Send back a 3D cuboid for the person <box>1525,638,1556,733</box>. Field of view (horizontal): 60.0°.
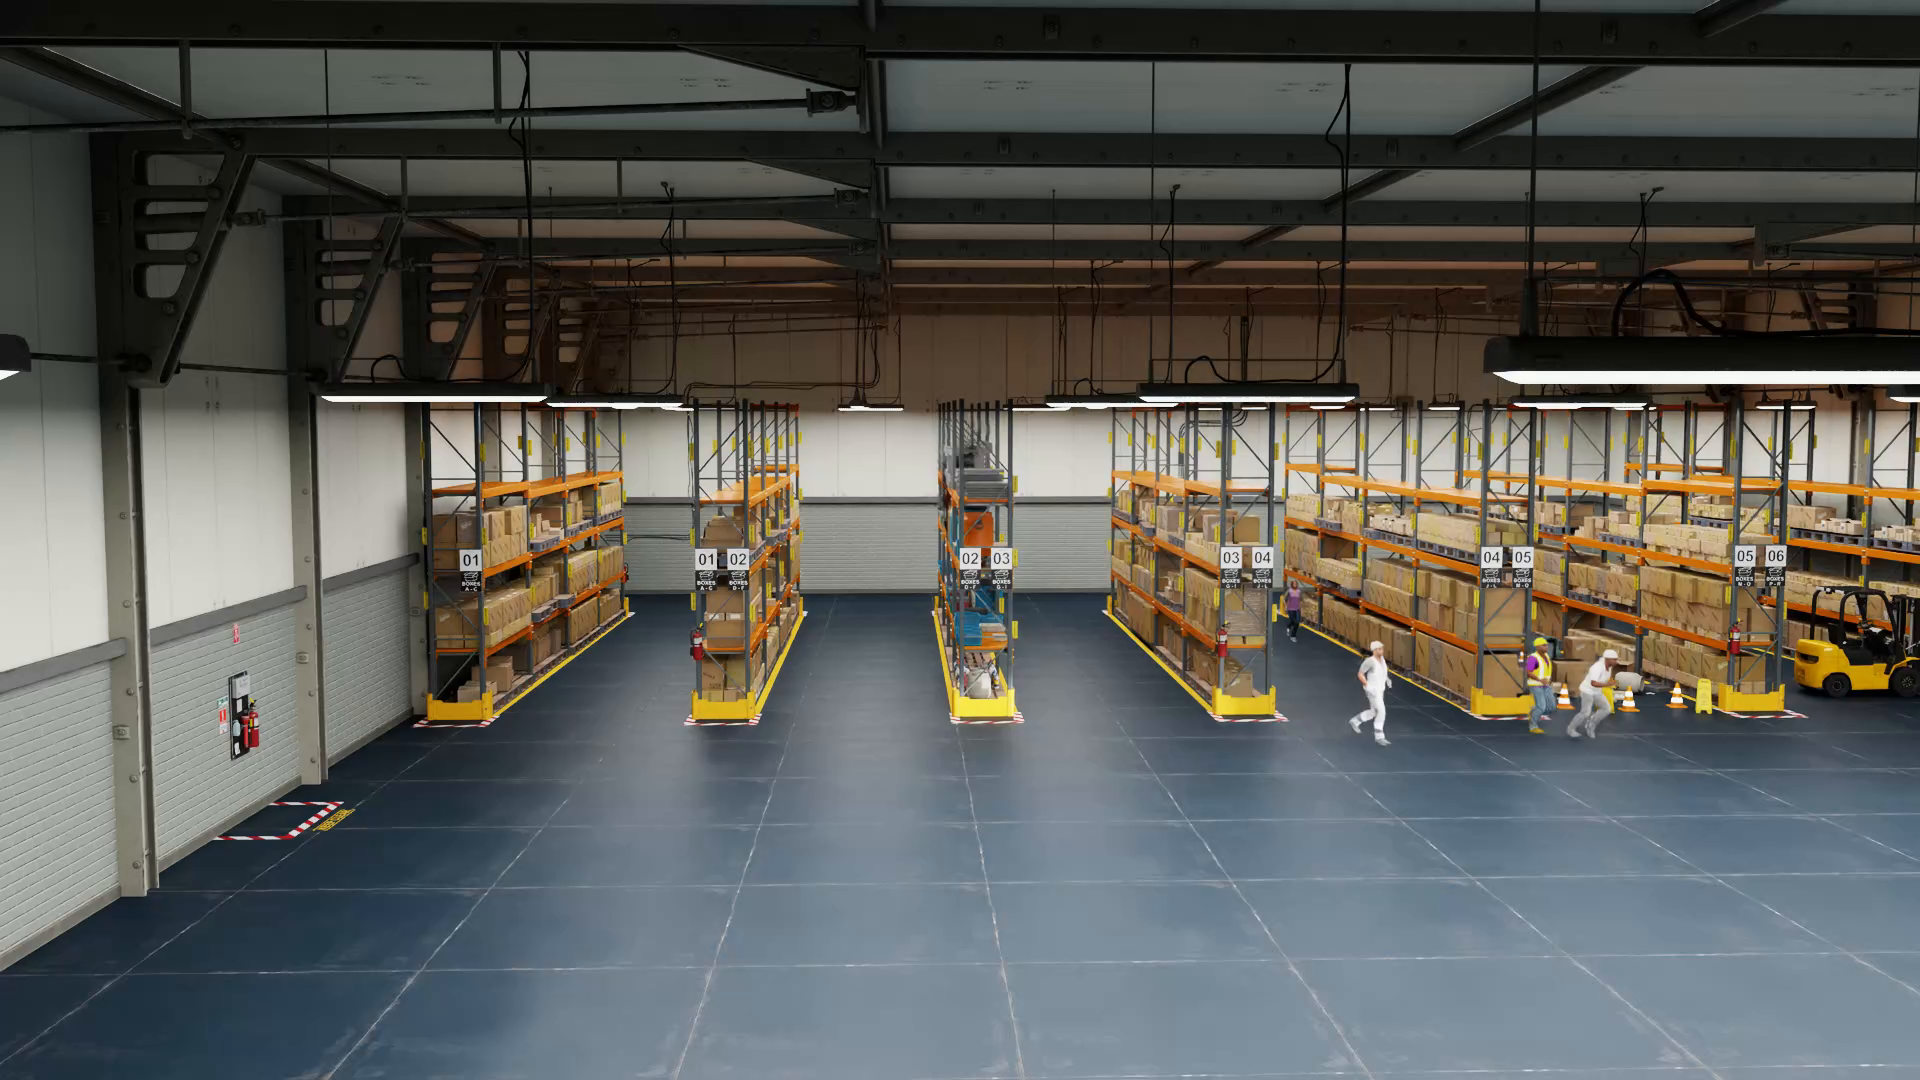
[{"bbox_3d":[10.391,2.599,29.734,0.749,1.722,0.606,-3,6,-38],"label":"person"}]

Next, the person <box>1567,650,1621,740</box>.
[{"bbox_3d":[11.134,2.697,29.152,0.735,1.625,0.947,-4,6,-44],"label":"person"}]

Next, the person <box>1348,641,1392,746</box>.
[{"bbox_3d":[7.154,2.635,28.955,0.840,1.794,0.652,4,6,41],"label":"person"}]

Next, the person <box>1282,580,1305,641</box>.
[{"bbox_3d":[8.416,1.787,41.895,0.549,1.535,0.537,0,4,-4],"label":"person"}]
